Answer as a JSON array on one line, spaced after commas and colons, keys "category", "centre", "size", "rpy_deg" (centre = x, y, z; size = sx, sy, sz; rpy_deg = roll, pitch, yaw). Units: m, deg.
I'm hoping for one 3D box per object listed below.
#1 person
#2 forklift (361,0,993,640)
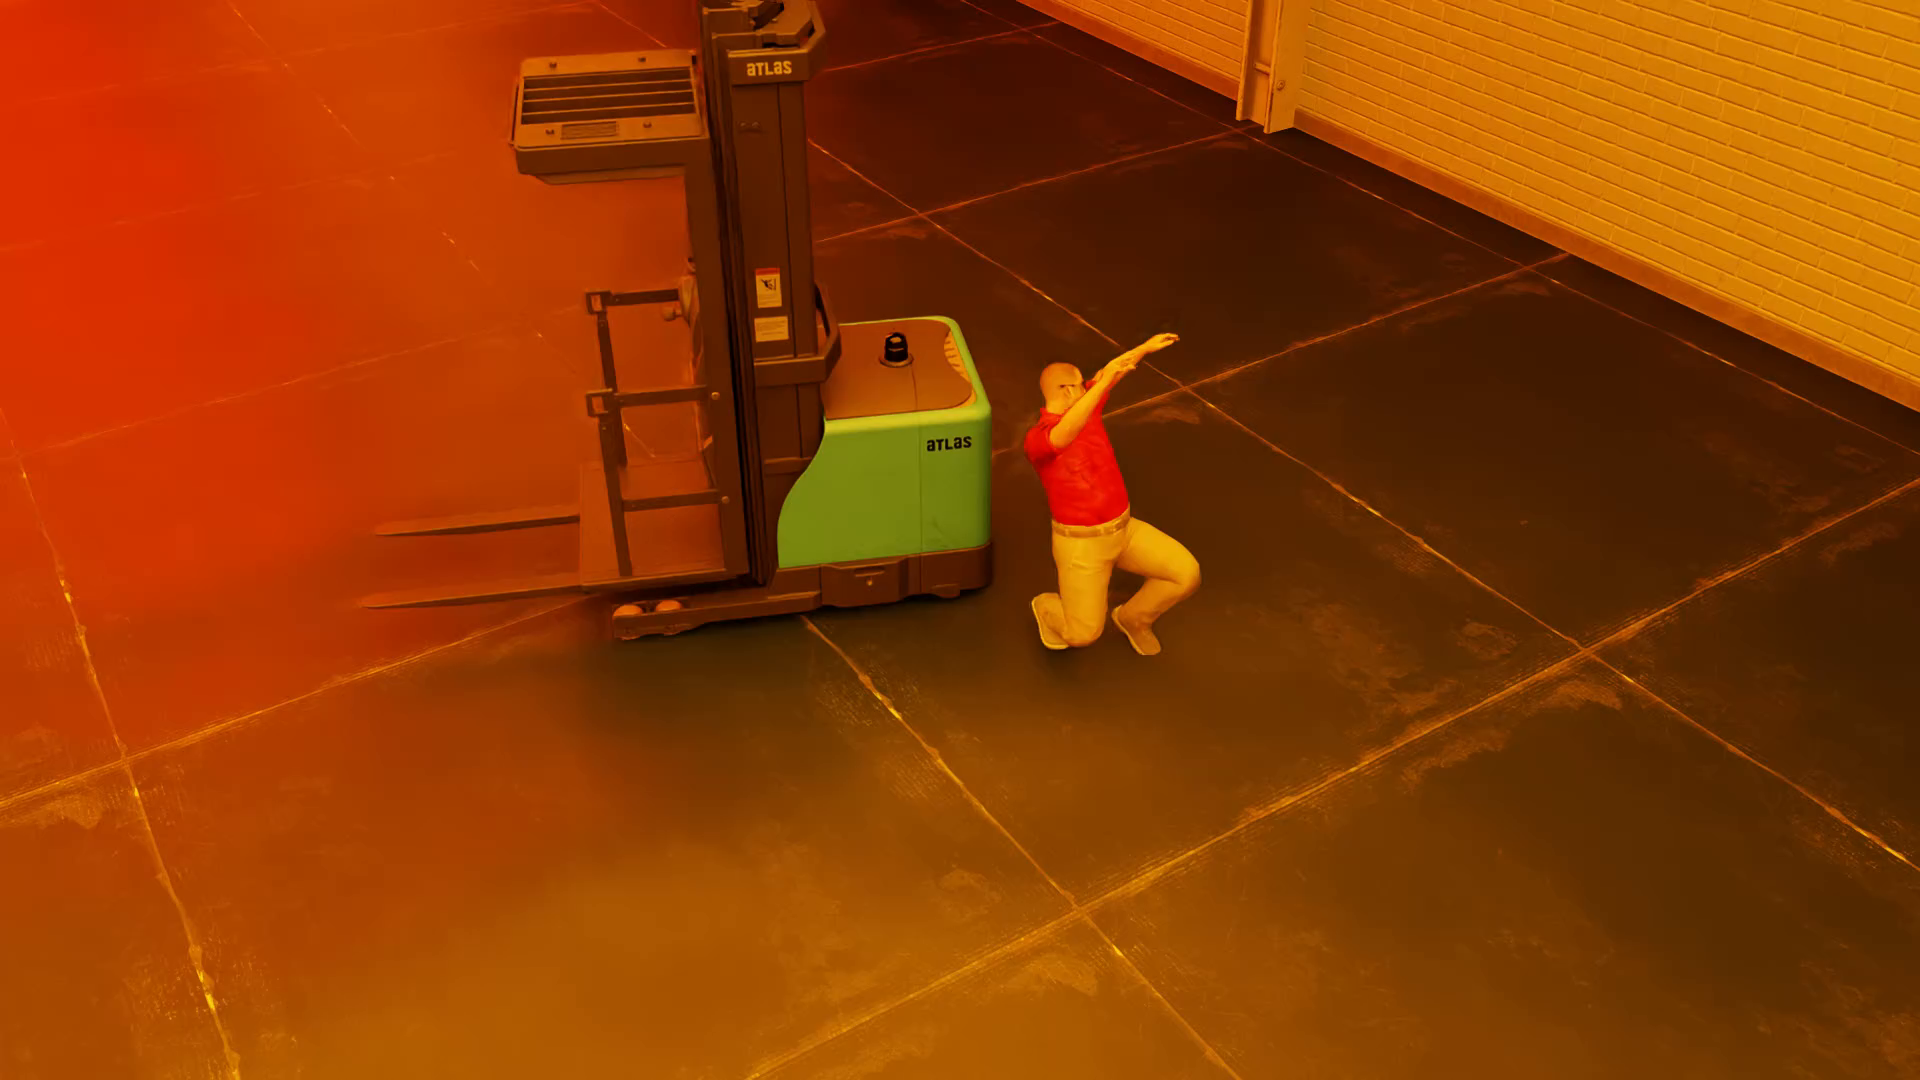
[{"category": "person", "centre": [0.808, -0.210, 7.636], "size": [0.829, 1.654, 1.120], "rpy_deg": [28, 44, 34]}, {"category": "forklift", "centre": [-1.405, -1.049, 7.641], "size": [3.031, 2.935, 1.130], "rpy_deg": [-6, 36, -9]}]
